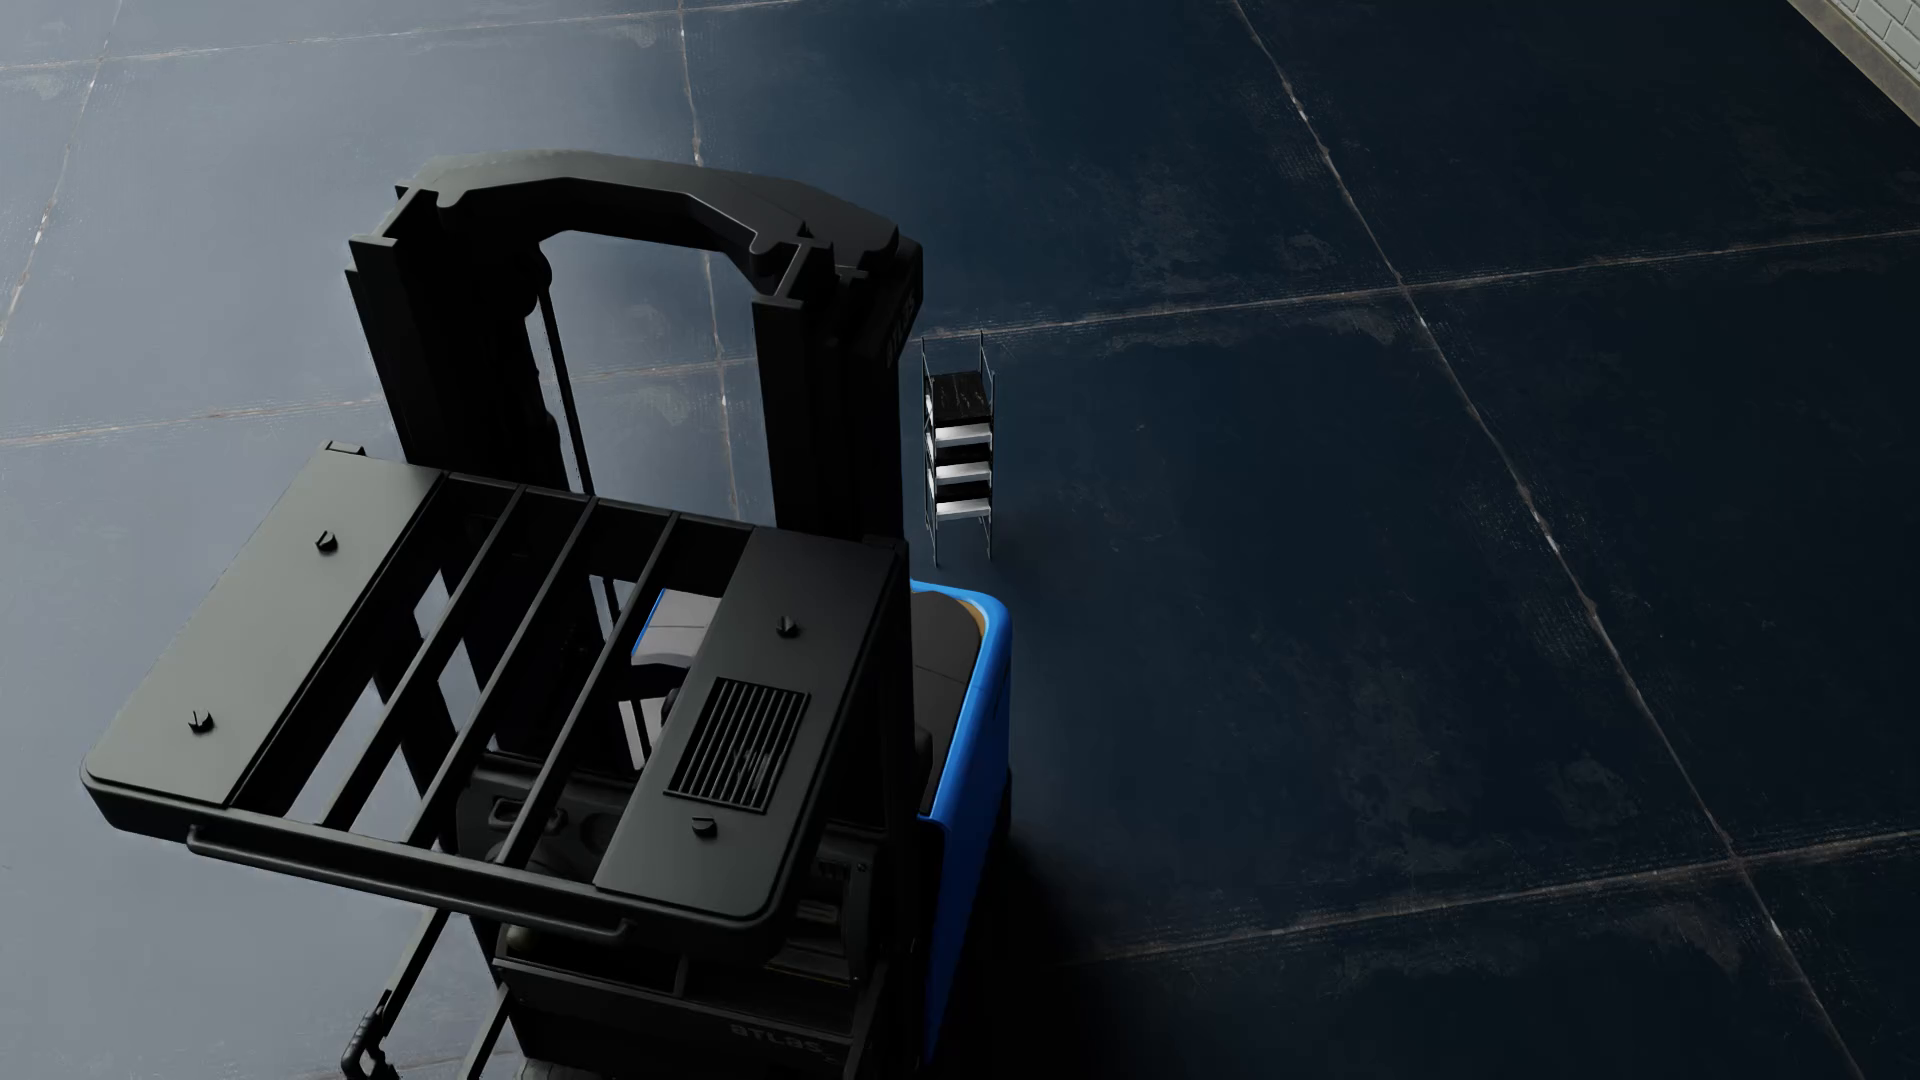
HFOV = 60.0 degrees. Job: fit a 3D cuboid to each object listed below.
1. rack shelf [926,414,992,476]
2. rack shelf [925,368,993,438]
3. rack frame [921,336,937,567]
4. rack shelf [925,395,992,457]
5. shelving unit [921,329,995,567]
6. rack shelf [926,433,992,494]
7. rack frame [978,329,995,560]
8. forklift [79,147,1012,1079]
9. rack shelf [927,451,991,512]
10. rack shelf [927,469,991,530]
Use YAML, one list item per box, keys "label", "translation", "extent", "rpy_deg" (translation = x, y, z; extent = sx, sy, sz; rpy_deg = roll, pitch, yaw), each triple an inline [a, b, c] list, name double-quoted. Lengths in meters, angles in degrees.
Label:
- label: "rack shelf"
  translation: [-0.008, -0.351, 5.884]
  extent: [0.200, 0.077, 0.258]
  rpy_deg: [-7, 46, -7]
- label: "rack shelf"
  translation: [-0.008, -0.475, 5.755]
  extent: [0.200, 0.077, 0.258]
  rpy_deg: [-7, 46, -7]
- label: "rack frame"
  translation: [-0.108, -0.299, 5.913]
  extent: [0.006, 0.900, 0.240]
  rpy_deg: [-7, 46, -7]
- label: "rack shelf"
  translation: [-0.008, -0.413, 5.819]
  extent: [0.200, 0.077, 0.258]
  rpy_deg: [-7, 46, -7]
- label: "shelving unit"
  translation: [-0.008, -0.311, 5.925]
  extent: [0.210, 0.900, 0.258]
  rpy_deg: [-7, 46, -7]
- label: "rack shelf"
  translation: [-0.008, -0.288, 5.949]
  extent: [0.200, 0.077, 0.258]
  rpy_deg: [-7, 46, -7]
- label: "rack frame"
  translation: [0.092, -0.324, 5.937]
  extent: [0.006, 0.900, 0.240]
  rpy_deg: [-7, 46, -7]
- label: "forklift"
  translation: [-0.683, 0.837, 3.408]
  extent: [1.130, 2.935, 3.031]
  rpy_deg: [10, 47, 9]
- label: "rack shelf"
  translation: [-0.008, -0.226, 6.014]
  extent: [0.200, 0.077, 0.258]
  rpy_deg: [-7, 46, -7]
- label: "rack shelf"
  translation: [-0.008, -0.163, 6.079]
  extent: [0.200, 0.077, 0.258]
  rpy_deg: [-7, 46, -7]
